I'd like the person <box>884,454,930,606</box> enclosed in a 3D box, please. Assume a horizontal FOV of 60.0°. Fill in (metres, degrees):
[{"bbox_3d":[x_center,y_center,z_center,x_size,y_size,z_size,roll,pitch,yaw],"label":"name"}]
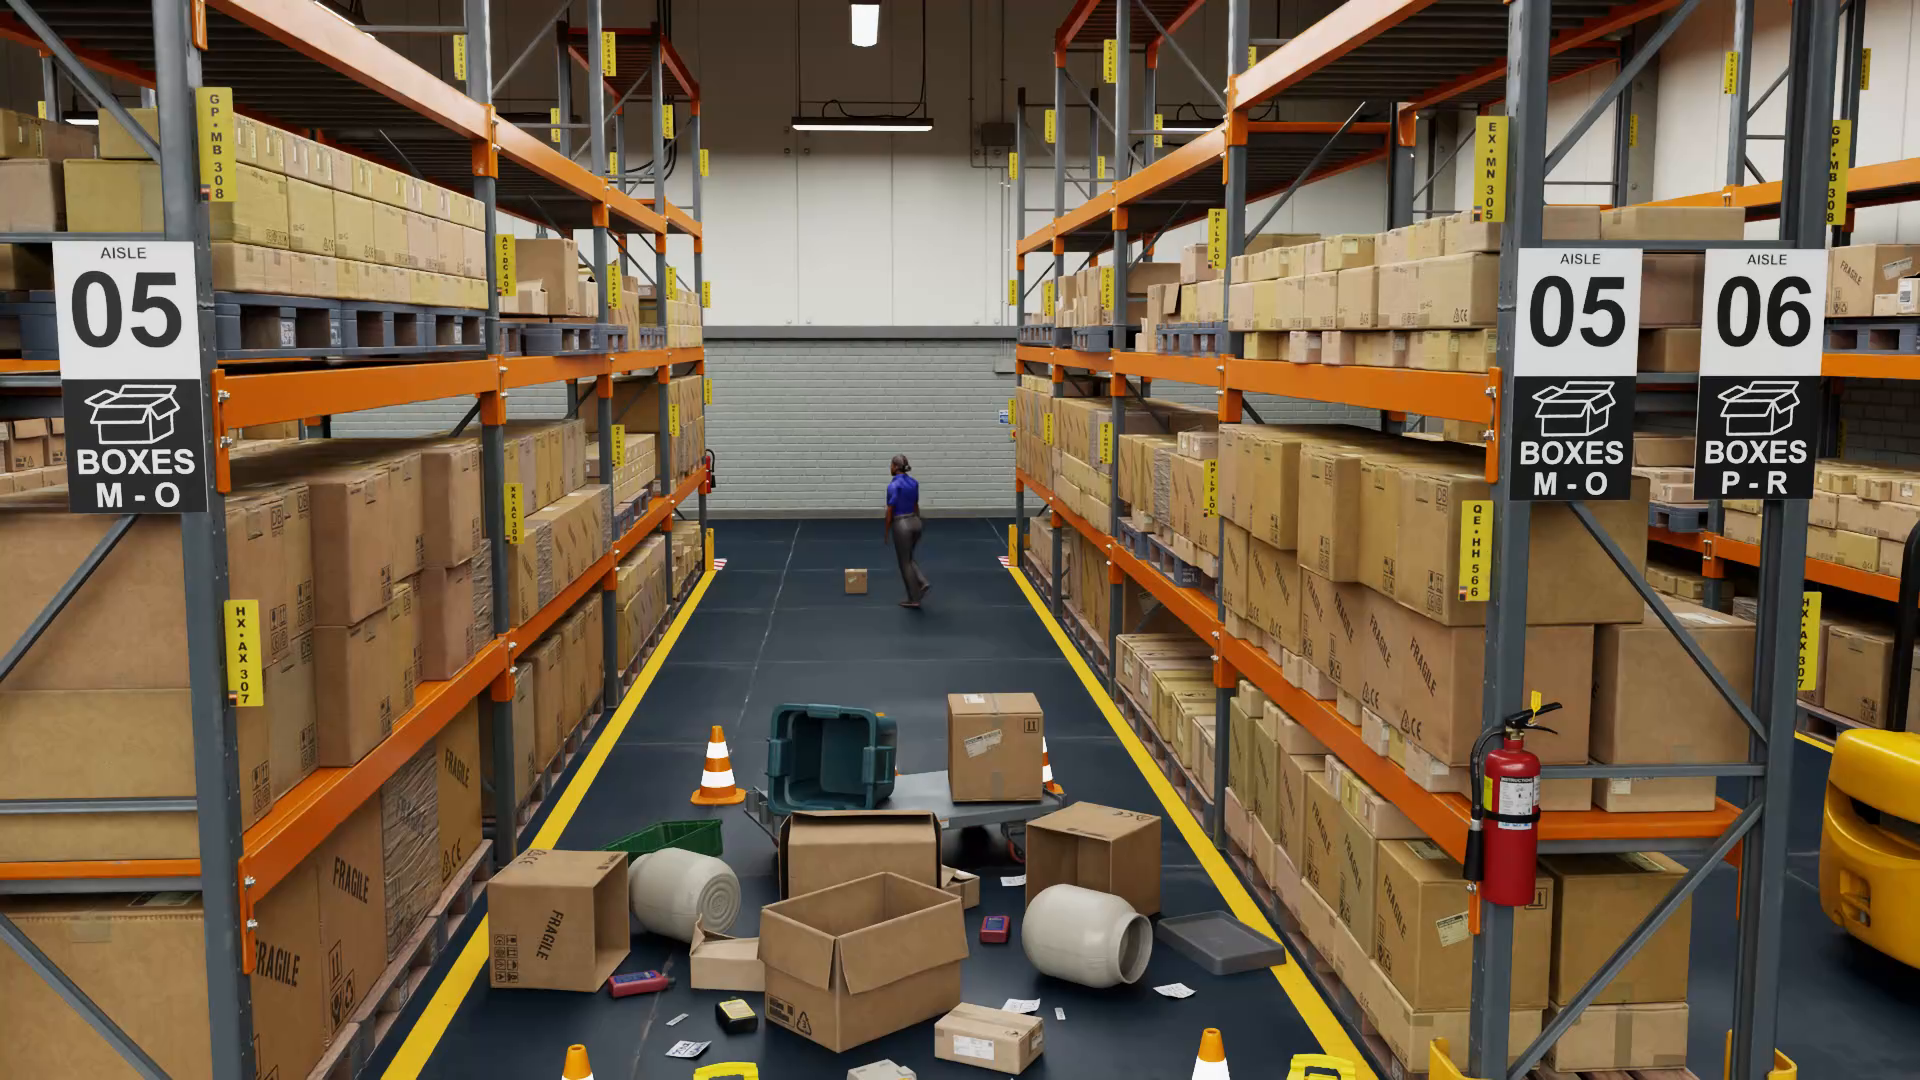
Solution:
[{"bbox_3d":[-0.579,-0.105,17.998,0.457,1.649,0.549,5,9,38],"label":"person"}]
